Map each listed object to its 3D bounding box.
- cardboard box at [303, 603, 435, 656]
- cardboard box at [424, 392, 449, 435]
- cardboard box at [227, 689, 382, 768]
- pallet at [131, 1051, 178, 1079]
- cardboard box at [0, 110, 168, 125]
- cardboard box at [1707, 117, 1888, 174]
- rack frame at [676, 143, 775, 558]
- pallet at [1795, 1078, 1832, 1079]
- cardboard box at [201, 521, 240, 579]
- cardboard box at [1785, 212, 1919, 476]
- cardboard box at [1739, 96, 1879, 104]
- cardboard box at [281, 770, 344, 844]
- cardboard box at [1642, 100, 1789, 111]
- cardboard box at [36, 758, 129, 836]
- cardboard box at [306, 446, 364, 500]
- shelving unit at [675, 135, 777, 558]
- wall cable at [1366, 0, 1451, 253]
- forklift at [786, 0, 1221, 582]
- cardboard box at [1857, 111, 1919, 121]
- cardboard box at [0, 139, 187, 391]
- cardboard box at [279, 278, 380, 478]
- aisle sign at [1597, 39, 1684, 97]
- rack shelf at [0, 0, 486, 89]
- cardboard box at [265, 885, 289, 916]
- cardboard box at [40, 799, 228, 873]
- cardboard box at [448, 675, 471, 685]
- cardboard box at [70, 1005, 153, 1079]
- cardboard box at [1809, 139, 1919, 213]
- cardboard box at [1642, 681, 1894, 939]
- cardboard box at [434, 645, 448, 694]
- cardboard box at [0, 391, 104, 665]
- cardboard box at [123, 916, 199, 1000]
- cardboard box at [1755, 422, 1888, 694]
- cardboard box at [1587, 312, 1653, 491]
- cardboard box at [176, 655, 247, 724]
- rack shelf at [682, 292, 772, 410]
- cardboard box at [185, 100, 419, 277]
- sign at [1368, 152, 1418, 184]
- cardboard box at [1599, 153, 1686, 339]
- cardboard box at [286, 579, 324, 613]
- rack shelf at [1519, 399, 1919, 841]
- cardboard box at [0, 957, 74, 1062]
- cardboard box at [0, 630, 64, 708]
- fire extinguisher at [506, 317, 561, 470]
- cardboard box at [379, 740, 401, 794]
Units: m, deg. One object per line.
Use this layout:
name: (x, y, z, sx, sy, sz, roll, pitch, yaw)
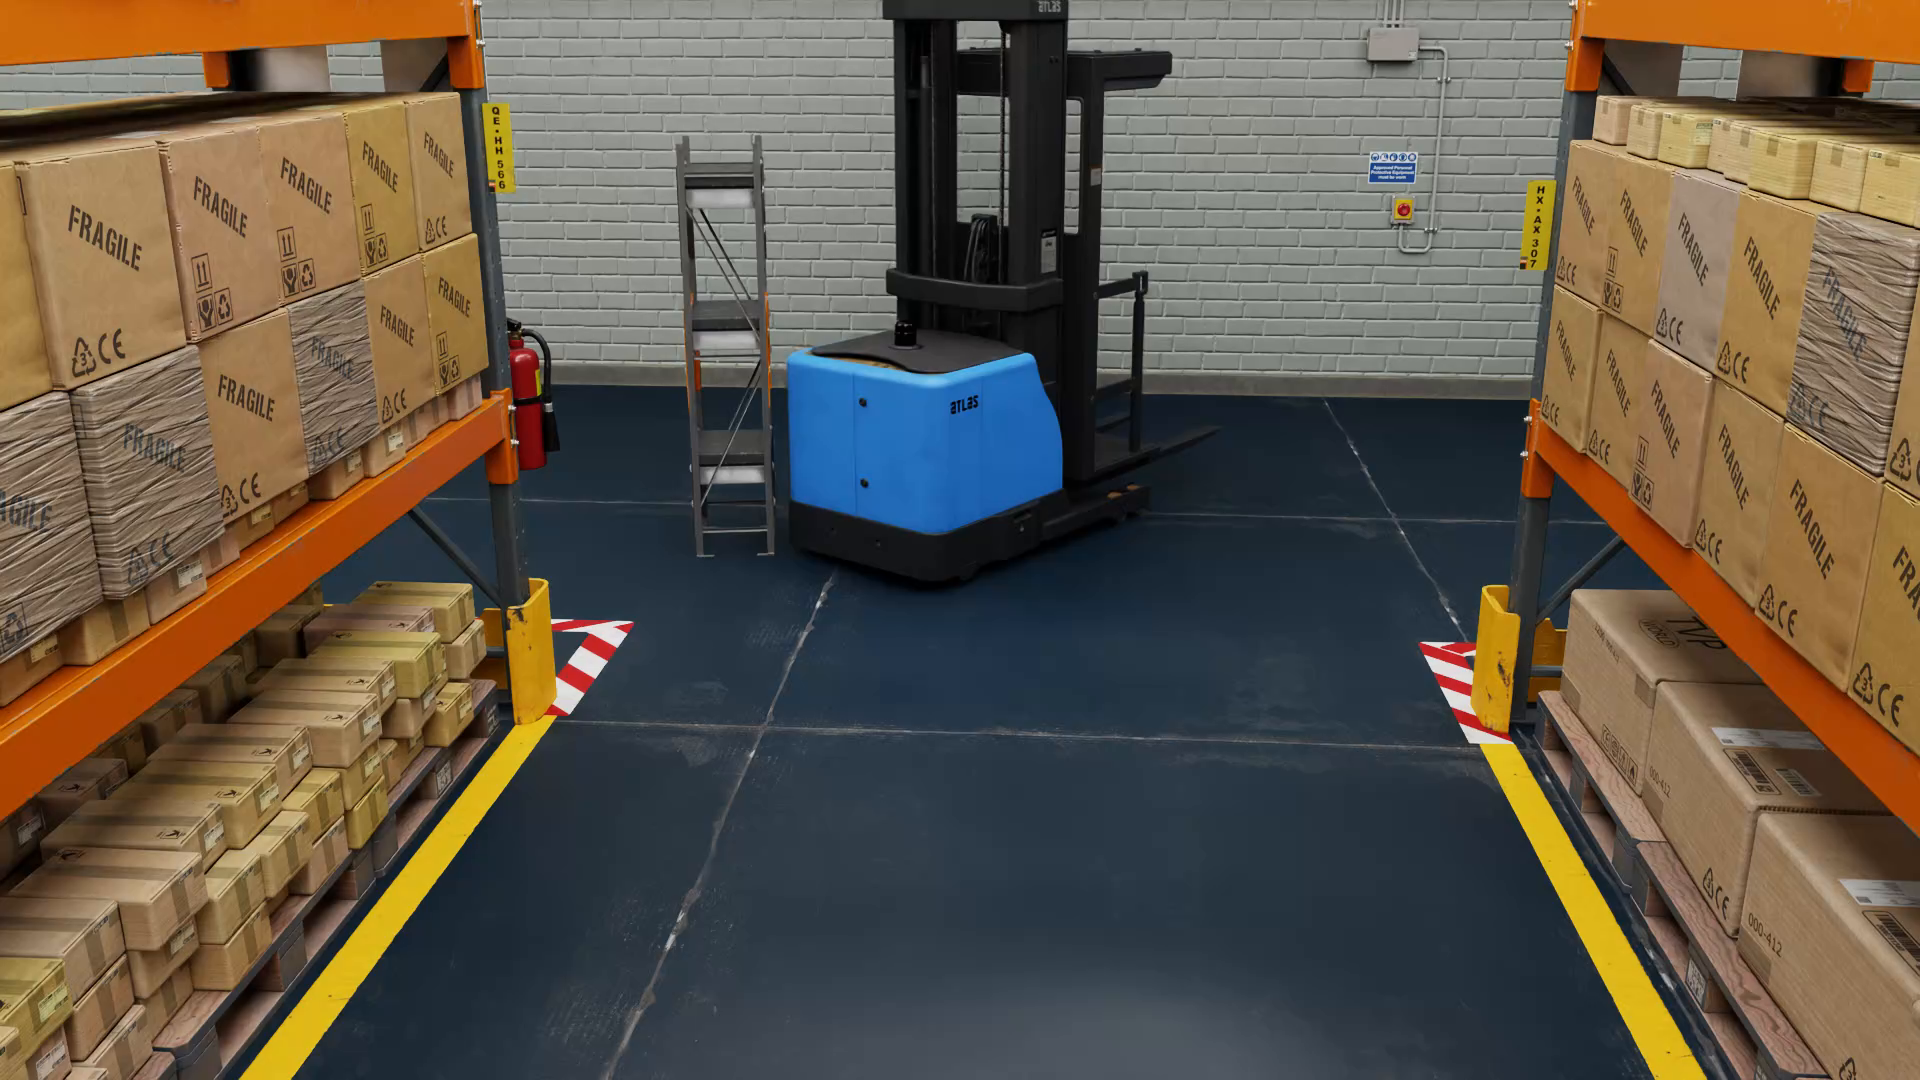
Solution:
cardboard box: (-2.125, 0.346, 6.000, 0.380, 0.149, 0.250, 2, 18, 5)
cardboard box: (-2.062, -0.470, 5.945, 0.380, 0.149, 0.250, 1, 18, 4)
cardboard box: (-2.063, 0.592, 5.246, 0.380, 0.149, 0.250, 2, 18, 6)
pallet: (-2.539, 1.584, 3.749, 1.003, 0.211, 1.213, 1, 18, 4)
cardboard box: (-2.651, -0.986, 4.872, 0.500, 0.500, 0.500, 1, 18, 3)
cardboard box: (2.330, -1.095, 4.641, 0.380, 0.149, 0.250, 1, 18, 4)
rack frame: (-1.167, -0.912, 8.334, 0.400, 2.100, 0.015, -2, 18, -5)
pallet: (2.526, 1.638, 3.584, 1.003, 0.211, 1.213, 1, 18, 4)
cardboard box: (-2.186, 0.013, 4.470, 0.380, 0.149, 0.250, 2, 18, 6)
cardboard box: (2.223, -0.443, 3.693, 0.500, 0.500, 0.500, 2, 18, 5)
cardboard box: (2.854, -1.410, 5.600, 0.380, 0.149, 0.250, 2, 18, 5)
cardboard box: (-2.115, 0.812, 5.054, 0.380, 0.149, 0.250, 2, 18, 7)
cardboard box: (2.430, -1.339, 5.383, 0.380, 0.149, 0.250, 2, 18, 5)
cardboard box: (-2.638, 0.743, 4.786, 0.380, 0.149, 0.250, 1, 18, 4)
cardboard box: (-2.108, -0.231, 5.215, 0.380, 0.149, 0.250, 0, 18, 1)
shelving unit: (-1.190, -0.988, 8.565, 0.431, 2.100, 0.503, -2, 18, -5)
wall cable: (3.061, -2.944, 11.409, 0.585, 1.953, 0.123, 1, 18, 4)
forklift: (0.422, -1.579, 9.034, 1.130, 2.935, 3.031, 14, 23, 36)
cardboard box: (2.866, -1.171, 4.871, 0.380, 0.149, 0.250, 2, 18, 5)
cardboard box: (-2.187, -0.647, 3.837, 0.500, 0.500, 0.500, 2, 18, 5)
cardboard box: (-2.109, -0.500, 4.993, 0.500, 0.500, 0.500, 1, 18, 4)
aisle sign: (2.396, -1.959, 5.909, 0.394, 0.787, 0.004, 1, 18, 4)
rack shelf: (-2.408, -1.236, 4.216, 1.077, 0.370, 4.000, 1, 18, 4)
cardboard box: (-2.210, 1.031, 4.864, 0.380, 0.149, 0.250, 2, 18, 5)
cardboard box: (-2.240, 0.830, 4.523, 0.380, 0.149, 0.250, 1, 18, 2)
cardboard box: (-2.095, 0.550, 6.333, 0.380, 0.149, 0.250, 2, 18, 5)
cardboard box: (-2.252, 1.277, 4.113, 0.380, 0.149, 0.250, 1, 18, 3)
cardboard box: (2.255, -0.858, 3.917, 0.380, 0.149, 0.250, 1, 18, 4)
cardboard box: (2.675, 0.815, 5.059, 0.875, 0.438, 0.875, 2, 18, 5)
cardboard box: (-2.090, 0.490, 6.036, 0.380, 0.149, 0.250, 1, 18, 3)
cardboard box: (-2.236, -0.022, 3.536, 0.500, 0.500, 0.500, 1, 18, 4)
cardboard box: (-2.231, 1.051, 4.324, 0.380, 0.149, 0.250, 2, 18, 6)
cardboard box: (2.224, 0.034, 3.841, 0.500, 0.500, 0.500, 1, 18, 3)
cardboard box: (2.350, -0.442, 5.293, 0.500, 0.500, 0.500, 1, 18, 3)
cardboard box: (-2.622, 0.496, 5.539, 0.380, 0.149, 0.250, 0, 18, 1)
rack shelf: (-1.190, -0.975, 8.569, 0.431, 0.518, 0.480, -2, 18, -5)
cardboard box: (-2.086, -1.133, 5.319, 0.500, 0.500, 0.500, 1, 18, 2)
sign: (3.017, -2.595, 11.591, 0.327, 0.218, 0.001, 1, 18, 4)
cardboard box: (2.331, -0.914, 5.129, 0.500, 0.500, 0.500, 1, 18, 2)
cardboard box: (-2.641, 0.254, 6.280, 0.380, 0.149, 0.250, 0, 18, 1)
rack shelf: (2.536, 0.268, 4.442, 1.077, 0.370, 4.000, 1, 18, 4)
cardboard box: (-2.272, 1.075, 3.774, 0.380, 0.149, 0.250, 1, 18, 3)
cardboard box: (-2.268, 0.257, 3.724, 0.380, 0.149, 0.250, 0, 18, 1)
fire extinguisher: (-1.786, -0.628, 6.745, 0.296, 0.674, 0.183, 1, 18, 4)
cardboard box: (-2.122, 0.789, 5.602, 0.380, 0.149, 0.250, 1, 18, 4)
